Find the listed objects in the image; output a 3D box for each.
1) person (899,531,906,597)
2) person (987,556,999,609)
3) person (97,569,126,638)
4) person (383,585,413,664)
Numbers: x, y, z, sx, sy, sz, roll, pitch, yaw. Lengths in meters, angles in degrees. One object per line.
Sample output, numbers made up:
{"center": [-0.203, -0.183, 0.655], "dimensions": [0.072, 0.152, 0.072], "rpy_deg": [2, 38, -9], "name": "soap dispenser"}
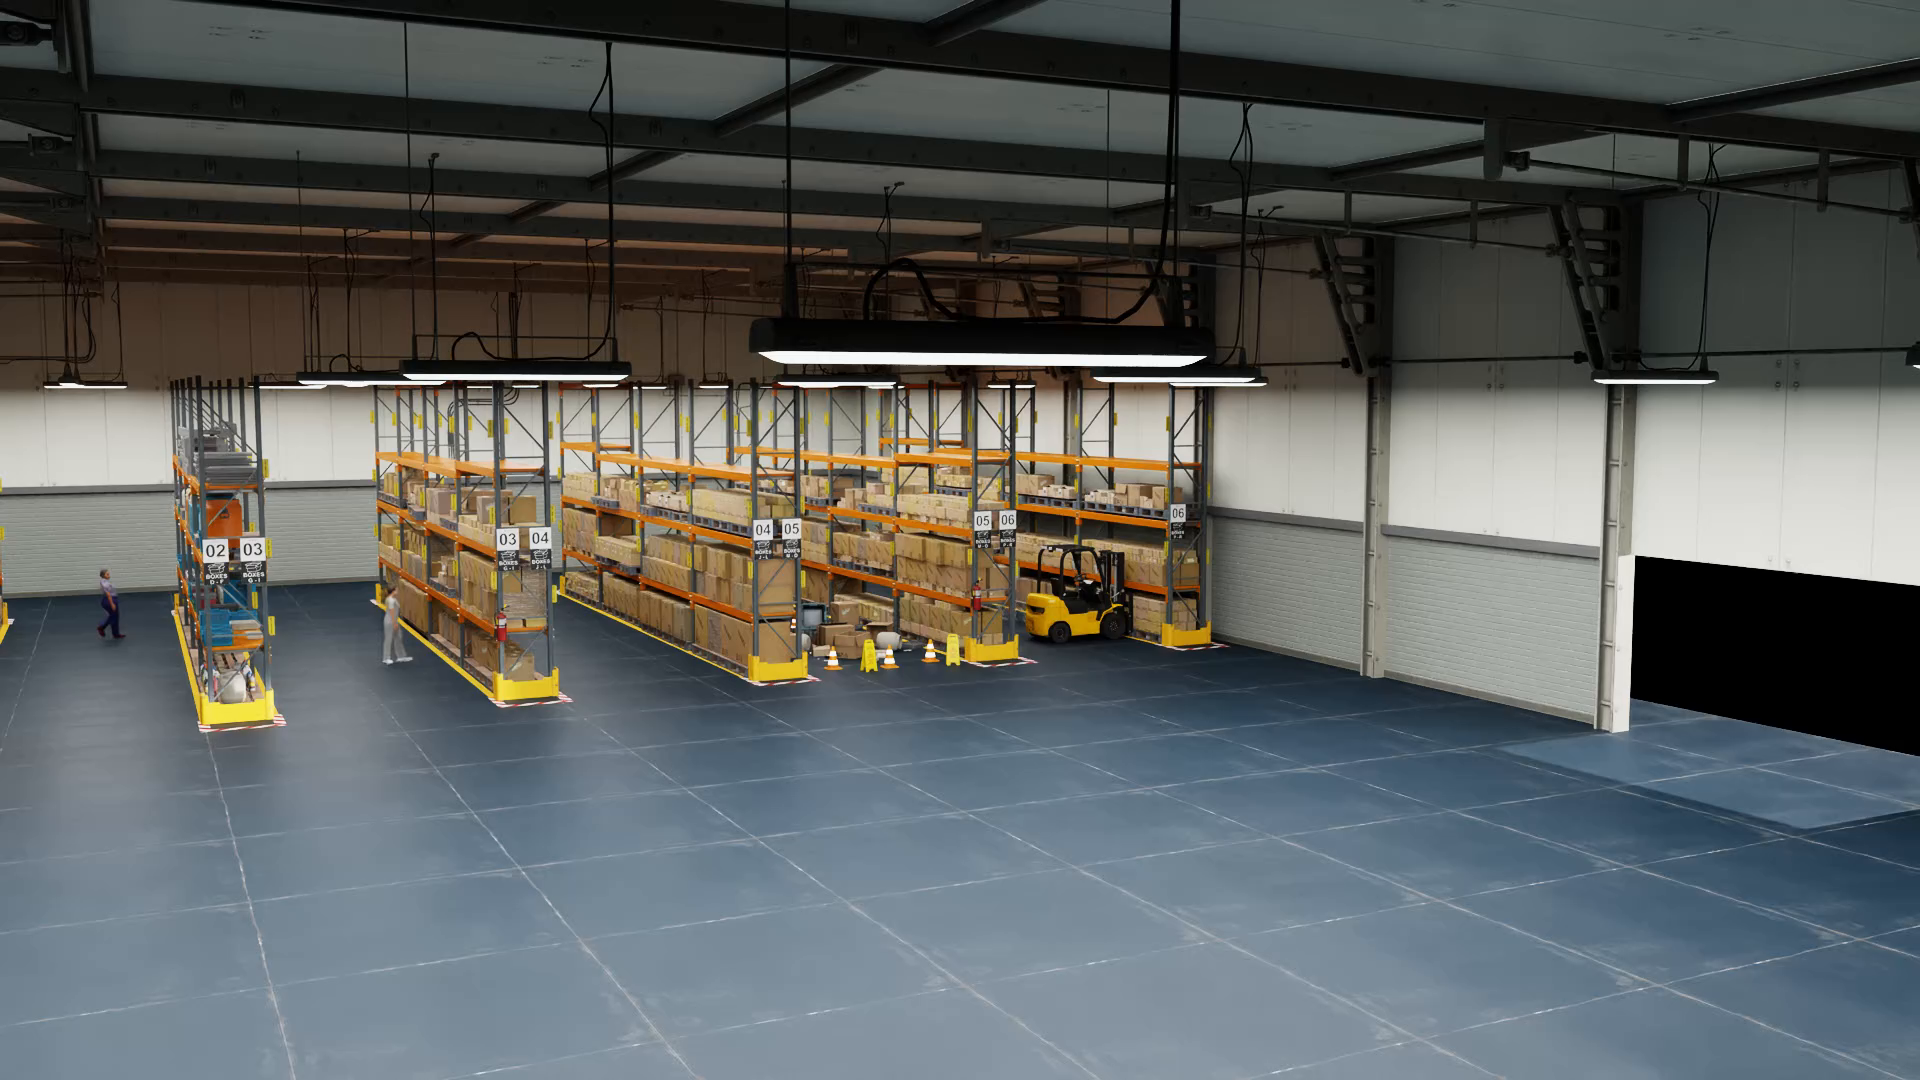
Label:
{"center": [-1.667, 0.666, 44.455], "dimensions": [0.515, 1.844, 0.781], "rpy_deg": [-3, 6, -29], "name": "person"}
{"center": [0.761, 1.155, 42.387], "dimensions": [0.413, 1.579, 0.841], "rpy_deg": [-4, 6, -37], "name": "person"}
{"center": [-19.661, 1.482, 38.538], "dimensions": [0.499, 1.610, 0.582], "rpy_deg": [5, 7, 44], "name": "person"}
{"center": [-11.951, 1.770, 35.196], "dimensions": [0.569, 1.665, 0.486], "rpy_deg": [0, 5, -4], "name": "person"}
